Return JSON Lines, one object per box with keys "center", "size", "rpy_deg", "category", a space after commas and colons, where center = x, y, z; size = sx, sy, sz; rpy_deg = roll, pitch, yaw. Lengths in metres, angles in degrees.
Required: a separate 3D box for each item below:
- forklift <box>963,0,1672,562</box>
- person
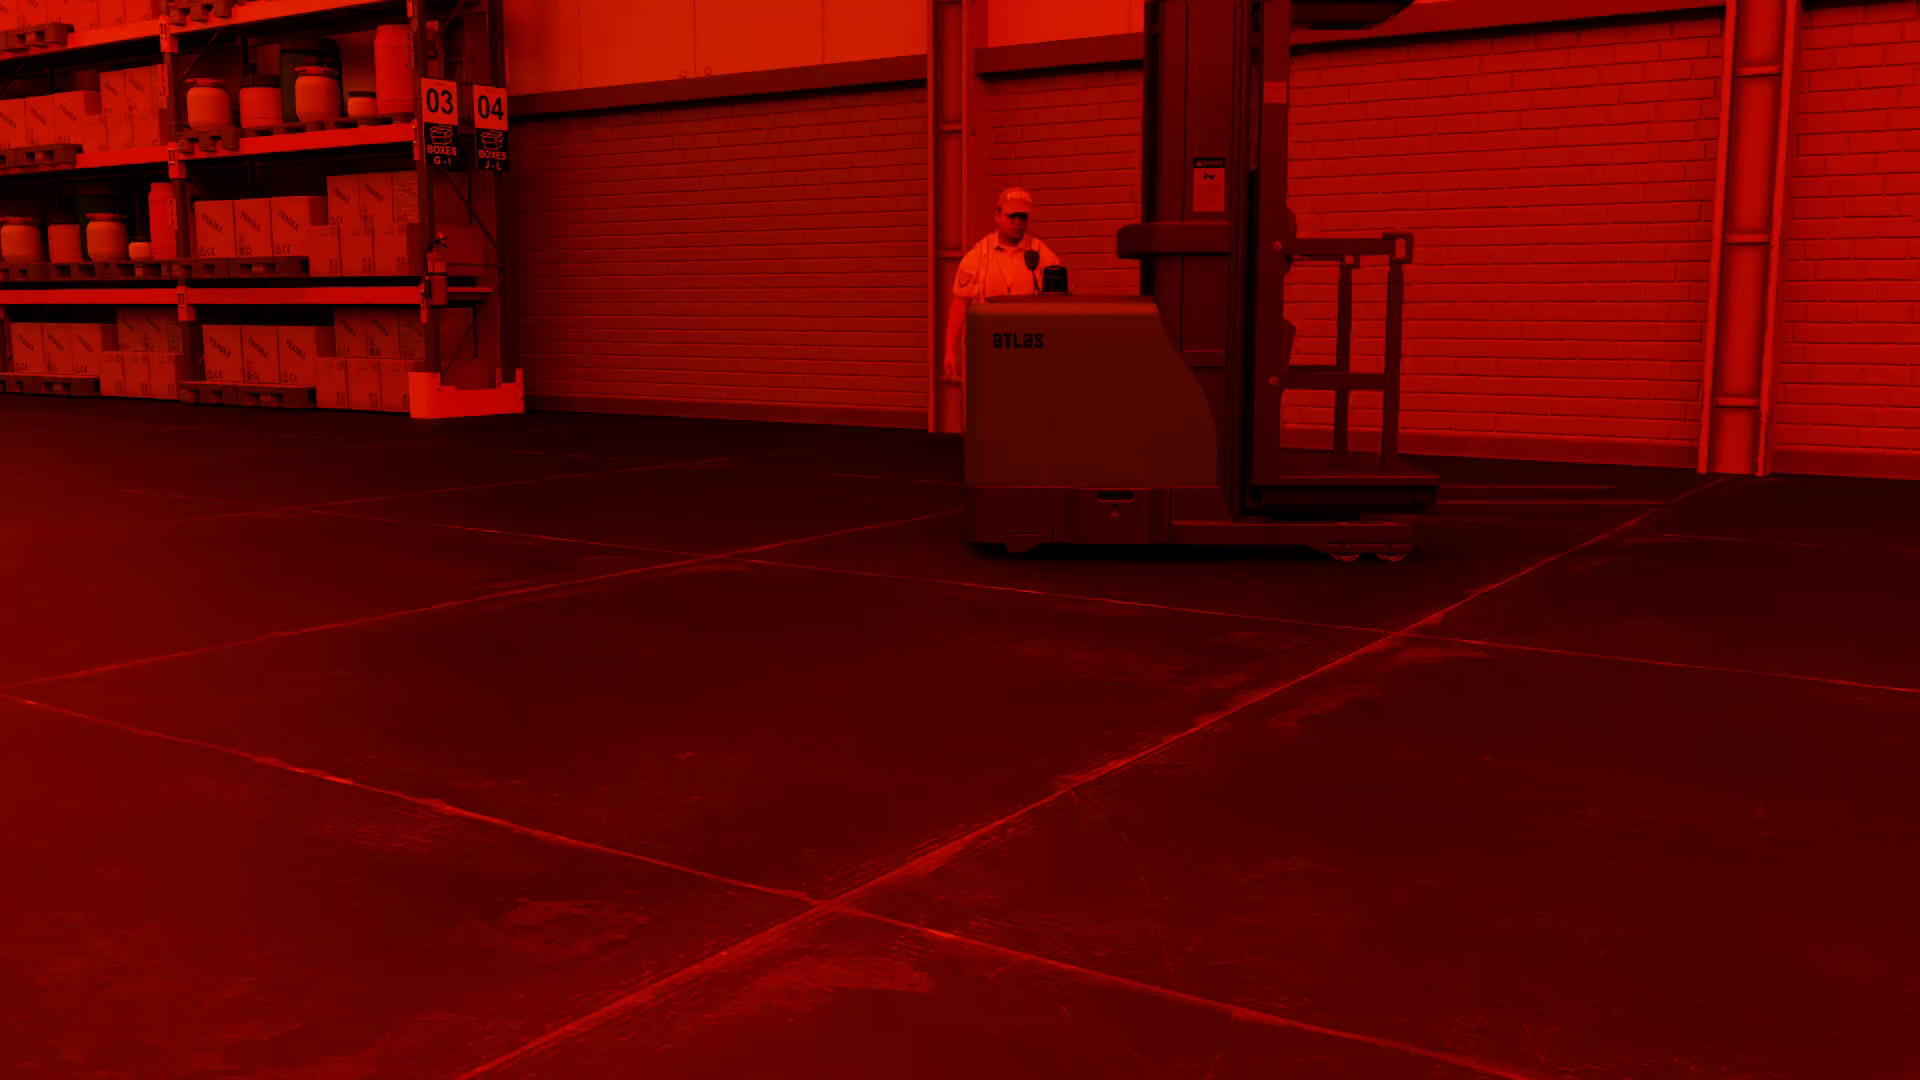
{"center": [1.536, -1.435, 7.287], "size": [3.031, 2.935, 1.130], "rpy_deg": [0, 8, 1], "category": "forklift"}
{"center": [0.278, -0.933, 8.349], "size": [0.723, 1.643, 0.426], "rpy_deg": [0, 8, -2], "category": "person"}
